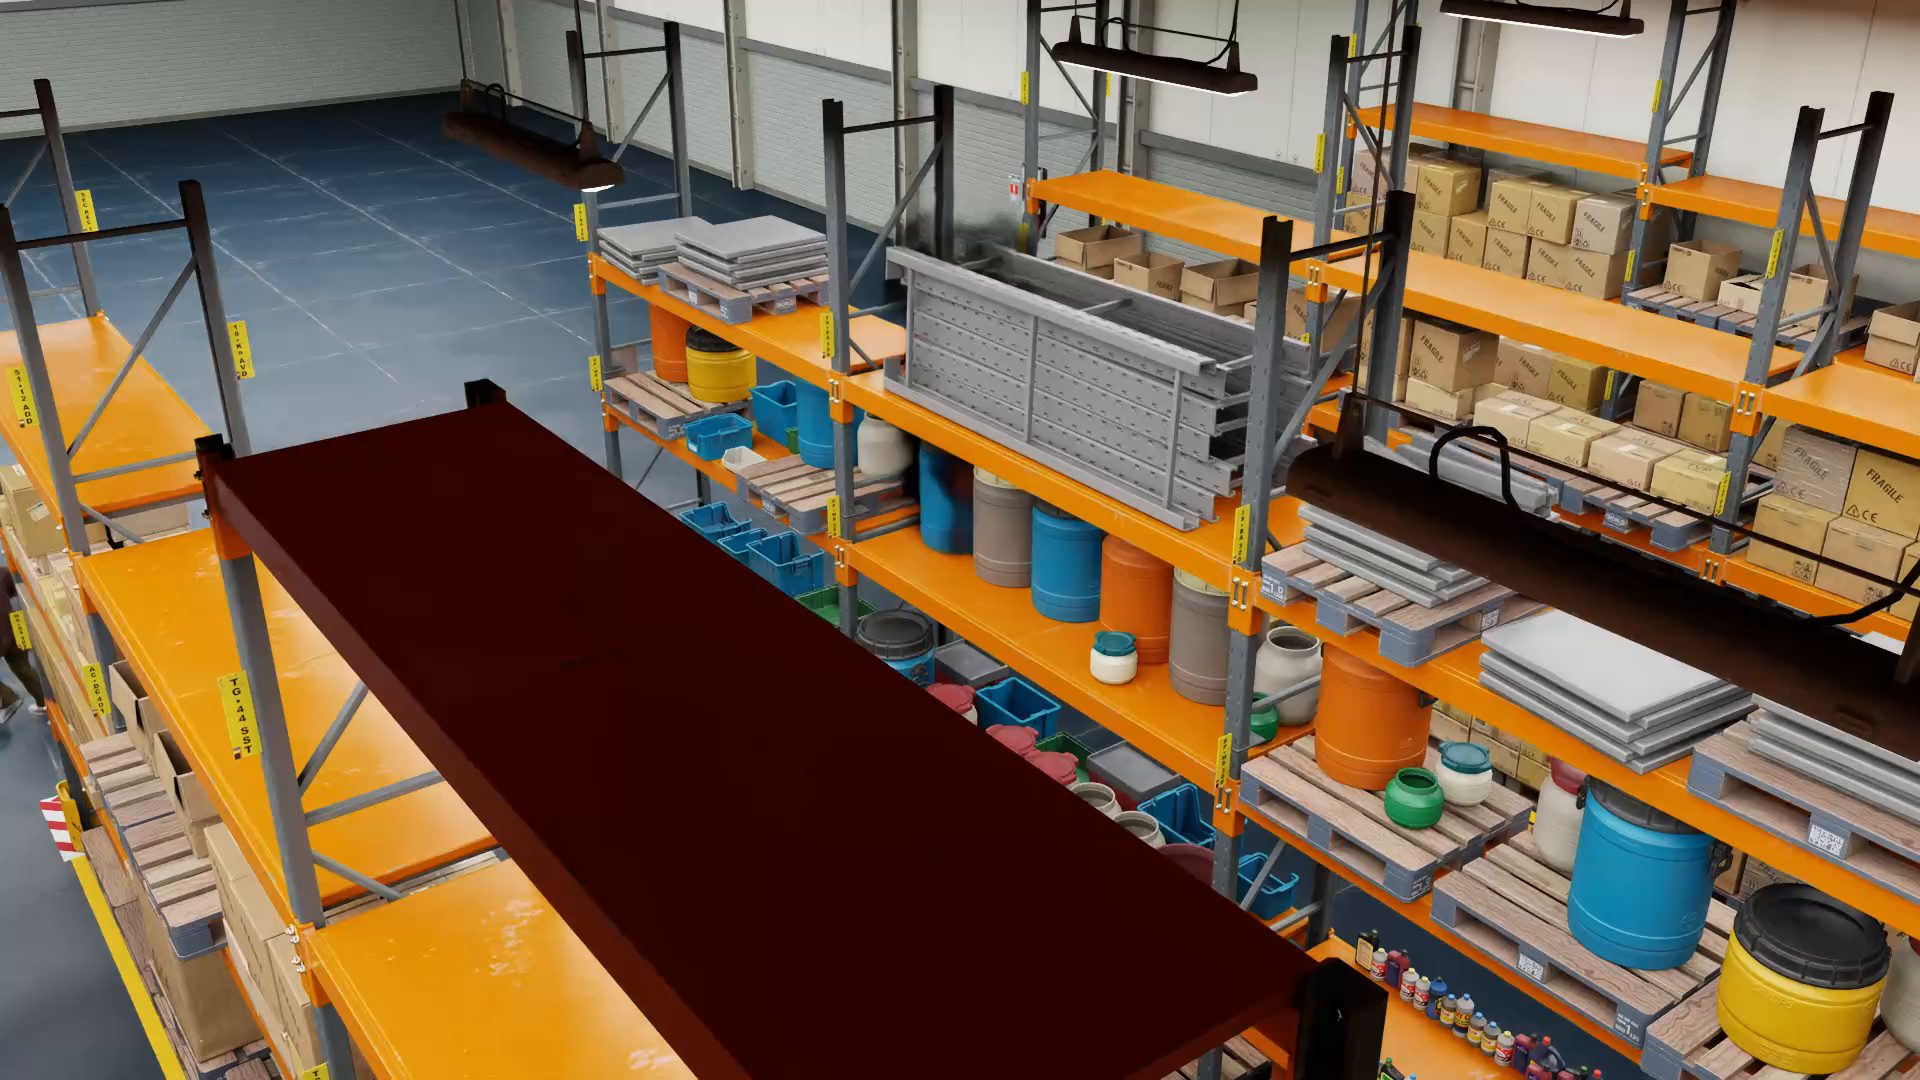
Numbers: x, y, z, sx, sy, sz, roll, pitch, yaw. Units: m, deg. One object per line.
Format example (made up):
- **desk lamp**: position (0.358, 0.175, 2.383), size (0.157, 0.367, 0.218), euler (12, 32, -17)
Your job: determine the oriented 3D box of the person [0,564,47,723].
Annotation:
- **person**: position (-8.697, 0.872, 15.002), size (0.777, 1.792, 0.677), euler (4, 25, 8)
